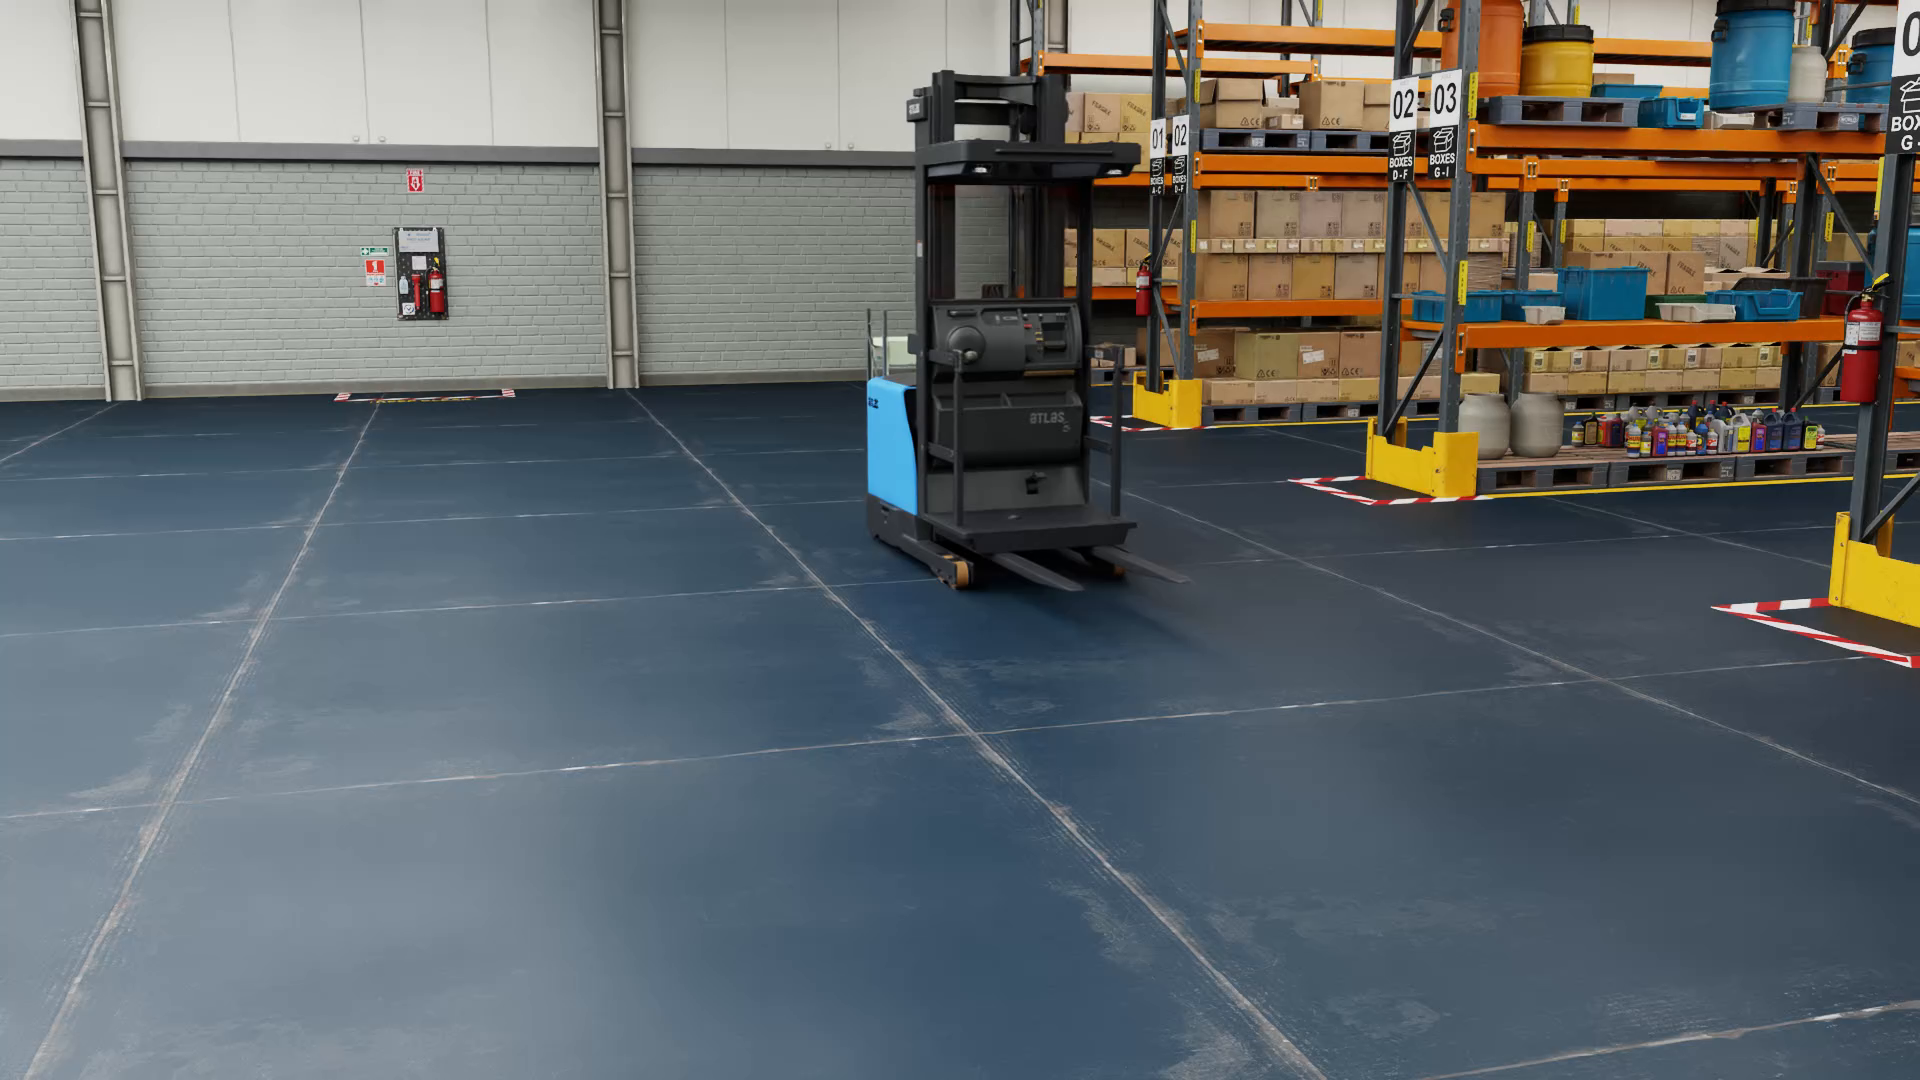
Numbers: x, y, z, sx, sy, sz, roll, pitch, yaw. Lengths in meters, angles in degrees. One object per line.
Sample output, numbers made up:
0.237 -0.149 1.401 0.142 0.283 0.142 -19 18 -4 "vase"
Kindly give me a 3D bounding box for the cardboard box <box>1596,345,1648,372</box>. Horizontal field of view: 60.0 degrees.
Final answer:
7.540 -2.118 19.154 0.500 0.311 0.500 -3 11 -18 "cardboard box"

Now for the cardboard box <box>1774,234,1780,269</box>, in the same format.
12.913 -4.398 25.821 0.700 0.700 0.980 -3 11 -15 "cardboard box"

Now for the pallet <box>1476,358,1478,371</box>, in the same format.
7.796 -2.612 24.654 1.213 0.211 1.003 -3 11 -16 "pallet"

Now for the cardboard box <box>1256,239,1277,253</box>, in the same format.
3.183 -3.134 17.719 0.250 0.149 0.380 -3 11 -16 "cardboard box"

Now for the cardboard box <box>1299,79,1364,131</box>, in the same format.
3.925 -4.594 17.607 0.500 0.500 0.500 -3 11 -16 "cardboard box"

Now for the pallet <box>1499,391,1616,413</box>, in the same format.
6.791 -1.633 19.331 1.213 0.211 1.003 -3 11 -16 "pallet"

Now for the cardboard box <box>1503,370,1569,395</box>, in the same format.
6.551 -1.791 18.927 0.500 0.250 0.500 -3 11 -17 "cardboard box"

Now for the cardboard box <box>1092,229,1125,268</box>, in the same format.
1.885 -3.918 22.334 0.500 0.500 0.500 -3 11 -16 "cardboard box"

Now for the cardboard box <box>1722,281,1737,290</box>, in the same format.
9.149 -2.945 19.453 0.250 0.149 0.380 -3 11 -16 "cardboard box"

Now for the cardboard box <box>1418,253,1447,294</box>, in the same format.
5.166 -2.958 18.551 0.500 0.500 0.700 -3 11 -17 "cardboard box"

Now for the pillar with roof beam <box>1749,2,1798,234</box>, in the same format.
14.021 -6.613 22.116 0.400 9.000 9.100 -3 11 -16 "pillar with roof beam"

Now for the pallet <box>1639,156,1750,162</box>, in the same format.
8.235 -4.438 19.103 1.213 0.211 1.003 -2 11 -13 "pallet"

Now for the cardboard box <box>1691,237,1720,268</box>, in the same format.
11.043 -4.312 25.032 0.500 0.500 0.500 -3 11 -16 "cardboard box"

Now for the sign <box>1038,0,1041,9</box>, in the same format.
1.017 -6.973 21.269 0.005 0.325 0.100 -3 11 -16 "sign"

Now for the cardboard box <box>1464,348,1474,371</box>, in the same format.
5.562 -2.214 19.150 0.500 0.500 0.500 -3 11 -16 "cardboard box"

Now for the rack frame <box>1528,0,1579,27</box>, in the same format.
8.547 -6.974 24.072 0.127 3.000 1.000 -3 11 -16 "rack frame"

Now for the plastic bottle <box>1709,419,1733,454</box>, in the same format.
6.286 -0.859 13.736 0.135 0.276 0.152 -3 11 -15 "plastic bottle"

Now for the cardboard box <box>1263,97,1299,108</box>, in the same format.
4.301 -5.774 22.749 0.500 0.500 0.500 -4 11 -21 "cardboard box"

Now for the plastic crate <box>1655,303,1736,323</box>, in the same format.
5.987 -1.843 13.499 0.437 0.136 0.530 -3 11 -16 "plastic crate"

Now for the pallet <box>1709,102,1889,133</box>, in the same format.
6.810 -3.427 13.616 1.003 0.211 1.213 -3 11 -16 "pallet"

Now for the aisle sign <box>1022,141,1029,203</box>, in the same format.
0.880 -4.841 21.878 0.004 0.787 0.394 -3 11 -16 "aisle sign"

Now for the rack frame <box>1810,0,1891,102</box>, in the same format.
7.475 -5.049 13.618 0.127 3.000 1.000 -3 11 -16 "rack frame"

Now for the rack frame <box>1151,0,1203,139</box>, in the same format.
2.254 -5.708 17.196 0.127 3.000 1.000 -3 11 -16 "rack frame"

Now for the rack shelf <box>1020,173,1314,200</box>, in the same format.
2.786 -4.841 22.760 4.000 0.370 1.077 -3 11 -16 "rack shelf"

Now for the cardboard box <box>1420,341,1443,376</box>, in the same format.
5.227 -2.098 18.522 0.500 0.500 0.500 -3 11 -16 "cardboard box"

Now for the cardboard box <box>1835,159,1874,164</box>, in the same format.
10.344 -4.715 19.810 0.500 0.500 0.910 -3 11 -16 "cardboard box"

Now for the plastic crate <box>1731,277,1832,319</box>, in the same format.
6.937 -2.064 14.143 0.504 0.338 0.767 -3 11 -16 "plastic crate"

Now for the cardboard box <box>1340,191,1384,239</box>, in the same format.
4.225 -3.547 18.171 0.500 0.500 0.700 -3 11 -16 "cardboard box"

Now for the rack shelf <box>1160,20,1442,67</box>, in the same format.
4.174 -5.259 17.848 4.000 0.370 1.077 -3 11 -16 "rack shelf"

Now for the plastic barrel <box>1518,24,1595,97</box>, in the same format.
4.694 -3.750 13.168 0.600 0.588 0.600 0 10 0 "plastic barrel"

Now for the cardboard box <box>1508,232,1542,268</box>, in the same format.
8.098 -4.263 24.428 0.500 0.500 0.700 -4 11 -23 "cardboard box"

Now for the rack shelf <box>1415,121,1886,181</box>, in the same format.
5.555 -3.119 13.405 4.000 0.370 1.077 -3 11 -16 "rack shelf"

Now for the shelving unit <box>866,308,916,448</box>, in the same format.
-0.221 -0.840 11.465 0.755 1.500 0.431 -4 11 -20 "shelving unit"

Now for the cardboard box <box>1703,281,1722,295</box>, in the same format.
8.726 -2.964 19.558 0.250 0.149 0.380 -2 11 -12 "cardboard box"

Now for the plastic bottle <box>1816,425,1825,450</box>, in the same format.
7.214 -0.866 13.980 0.097 0.201 0.097 0 10 0 "plastic bottle"

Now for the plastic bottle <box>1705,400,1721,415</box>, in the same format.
6.584 -1.043 14.531 0.185 0.351 0.144 -3 11 -14 "plastic bottle"

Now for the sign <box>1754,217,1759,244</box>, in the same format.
9.774 -3.787 20.351 0.005 0.325 0.100 -3 11 -16 "sign"

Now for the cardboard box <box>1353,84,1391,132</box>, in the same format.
4.478 -4.700 18.174 0.637 0.503 0.797 -2 11 -10 "cardboard box"

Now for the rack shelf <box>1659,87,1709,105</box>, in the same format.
10.467 -6.524 24.723 4.000 0.370 1.077 -3 11 -16 "rack shelf"

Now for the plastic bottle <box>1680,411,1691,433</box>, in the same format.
6.272 -0.981 14.410 0.097 0.271 0.097 0 10 0 "plastic bottle"

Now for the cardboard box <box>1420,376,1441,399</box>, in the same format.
5.227 -1.729 18.588 0.500 0.250 0.500 -3 11 -16 "cardboard box"

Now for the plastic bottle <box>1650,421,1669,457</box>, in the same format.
5.685 -0.822 13.516 0.133 0.283 0.061 -3 11 -15 "plastic bottle"

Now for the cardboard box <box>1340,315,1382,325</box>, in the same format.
5.830 -3.240 23.977 0.500 0.250 0.500 -3 11 -17 "cardboard box"

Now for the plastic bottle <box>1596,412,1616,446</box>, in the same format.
5.525 -0.950 14.230 0.135 0.276 0.152 -3 11 -16 "plastic bottle"

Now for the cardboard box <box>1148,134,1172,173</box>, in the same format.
2.788 -5.205 22.417 0.500 0.500 0.500 -2 11 -12 "cardboard box"

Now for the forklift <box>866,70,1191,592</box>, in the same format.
0.362 -1.243 9.701 1.130 2.935 3.031 -4 11 -20 "forklift"

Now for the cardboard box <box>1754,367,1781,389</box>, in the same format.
9.498 -1.947 19.775 0.500 0.250 0.500 -3 11 -15 "cardboard box"

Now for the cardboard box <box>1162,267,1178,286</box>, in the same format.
2.894 -3.603 22.690 0.500 0.250 0.500 -3 11 -15 "cardboard box"

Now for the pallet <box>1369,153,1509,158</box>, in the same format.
5.283 -4.344 18.317 1.213 0.211 1.003 -3 11 -16 "pallet"

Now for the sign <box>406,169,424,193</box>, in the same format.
-6.884 -4.539 21.015 0.199 0.298 0.001 -3 11 -16 "sign"

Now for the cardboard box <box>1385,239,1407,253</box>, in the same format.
4.674 -3.213 18.147 0.250 0.149 0.380 -3 11 -14 "cardboard box"

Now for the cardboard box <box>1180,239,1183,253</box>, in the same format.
2.567 -3.178 17.957 0.250 0.149 0.380 -3 11 -17 "cardboard box"

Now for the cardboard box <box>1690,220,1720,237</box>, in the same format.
11.027 -4.682 24.968 0.500 0.250 0.500 -3 11 -15 "cardboard box"

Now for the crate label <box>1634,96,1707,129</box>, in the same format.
5.524 -3.335 13.006 0.408 0.251 0.502 -3 11 -16 "crate label"
